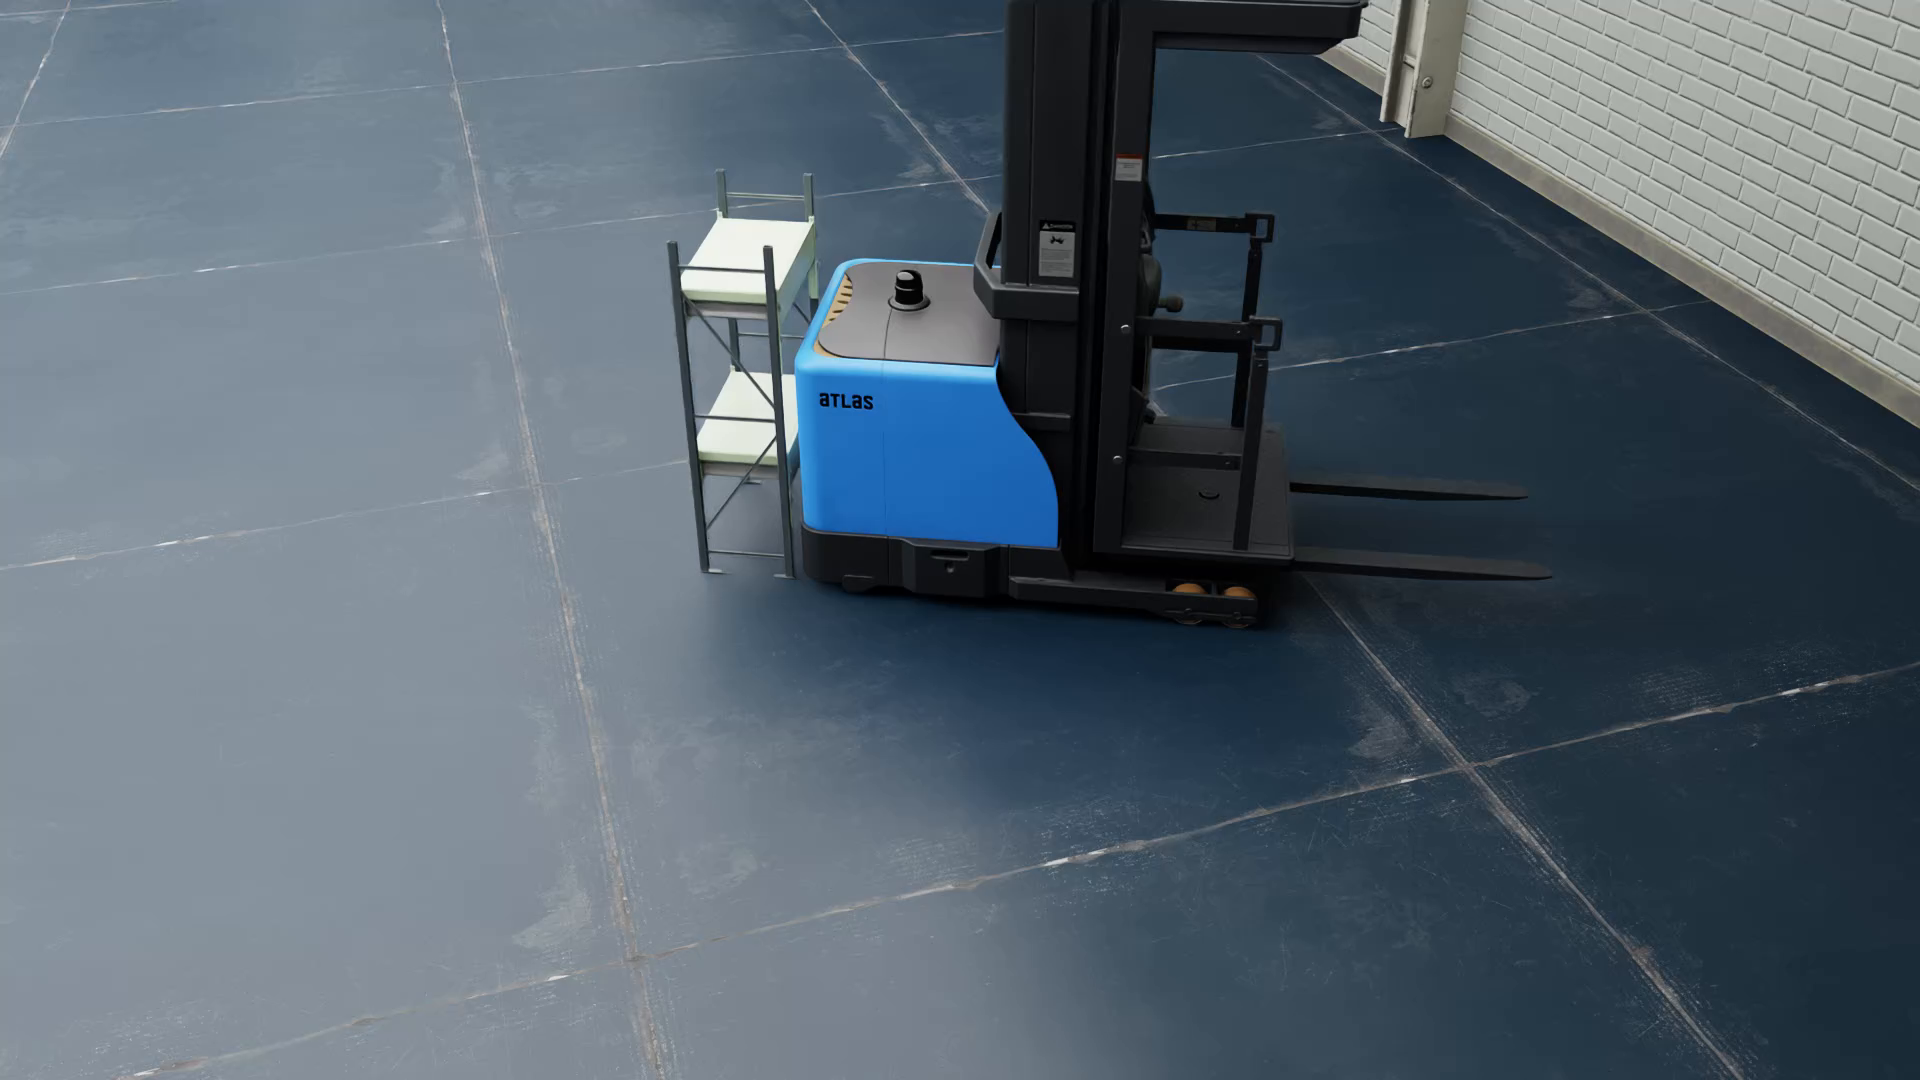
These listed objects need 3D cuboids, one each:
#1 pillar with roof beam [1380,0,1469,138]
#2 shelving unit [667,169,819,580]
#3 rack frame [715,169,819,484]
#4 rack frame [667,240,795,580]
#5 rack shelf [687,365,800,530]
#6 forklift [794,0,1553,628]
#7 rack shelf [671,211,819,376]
[{"bbox_3d":[-0.934,-5.921,8.047,9.100,9.000,0.400,-10,35,-15],"label":"pillar with roof beam"},{"bbox_3d":[-0.850,-0.679,6.918,0.431,1.500,0.755,4,34,6],"label":"shelving unit"},{"bbox_3d":[-0.804,-0.880,7.221,0.400,1.500,0.023,4,34,6],"label":"rack frame"},{"bbox_3d":[-0.897,-0.479,6.615,0.400,1.500,0.023,4,34,6],"label":"rack frame"},{"bbox_3d":[-0.850,-0.407,7.098,0.431,0.370,0.720,4,34,6],"label":"rack shelf"},{"bbox_3d":[0.903,-1.179,6.376,3.031,2.935,1.130,4,34,6],"label":"forklift"},{"bbox_3d":[-0.850,-1.005,6.703,0.431,0.370,0.720,4,34,6],"label":"rack shelf"}]
